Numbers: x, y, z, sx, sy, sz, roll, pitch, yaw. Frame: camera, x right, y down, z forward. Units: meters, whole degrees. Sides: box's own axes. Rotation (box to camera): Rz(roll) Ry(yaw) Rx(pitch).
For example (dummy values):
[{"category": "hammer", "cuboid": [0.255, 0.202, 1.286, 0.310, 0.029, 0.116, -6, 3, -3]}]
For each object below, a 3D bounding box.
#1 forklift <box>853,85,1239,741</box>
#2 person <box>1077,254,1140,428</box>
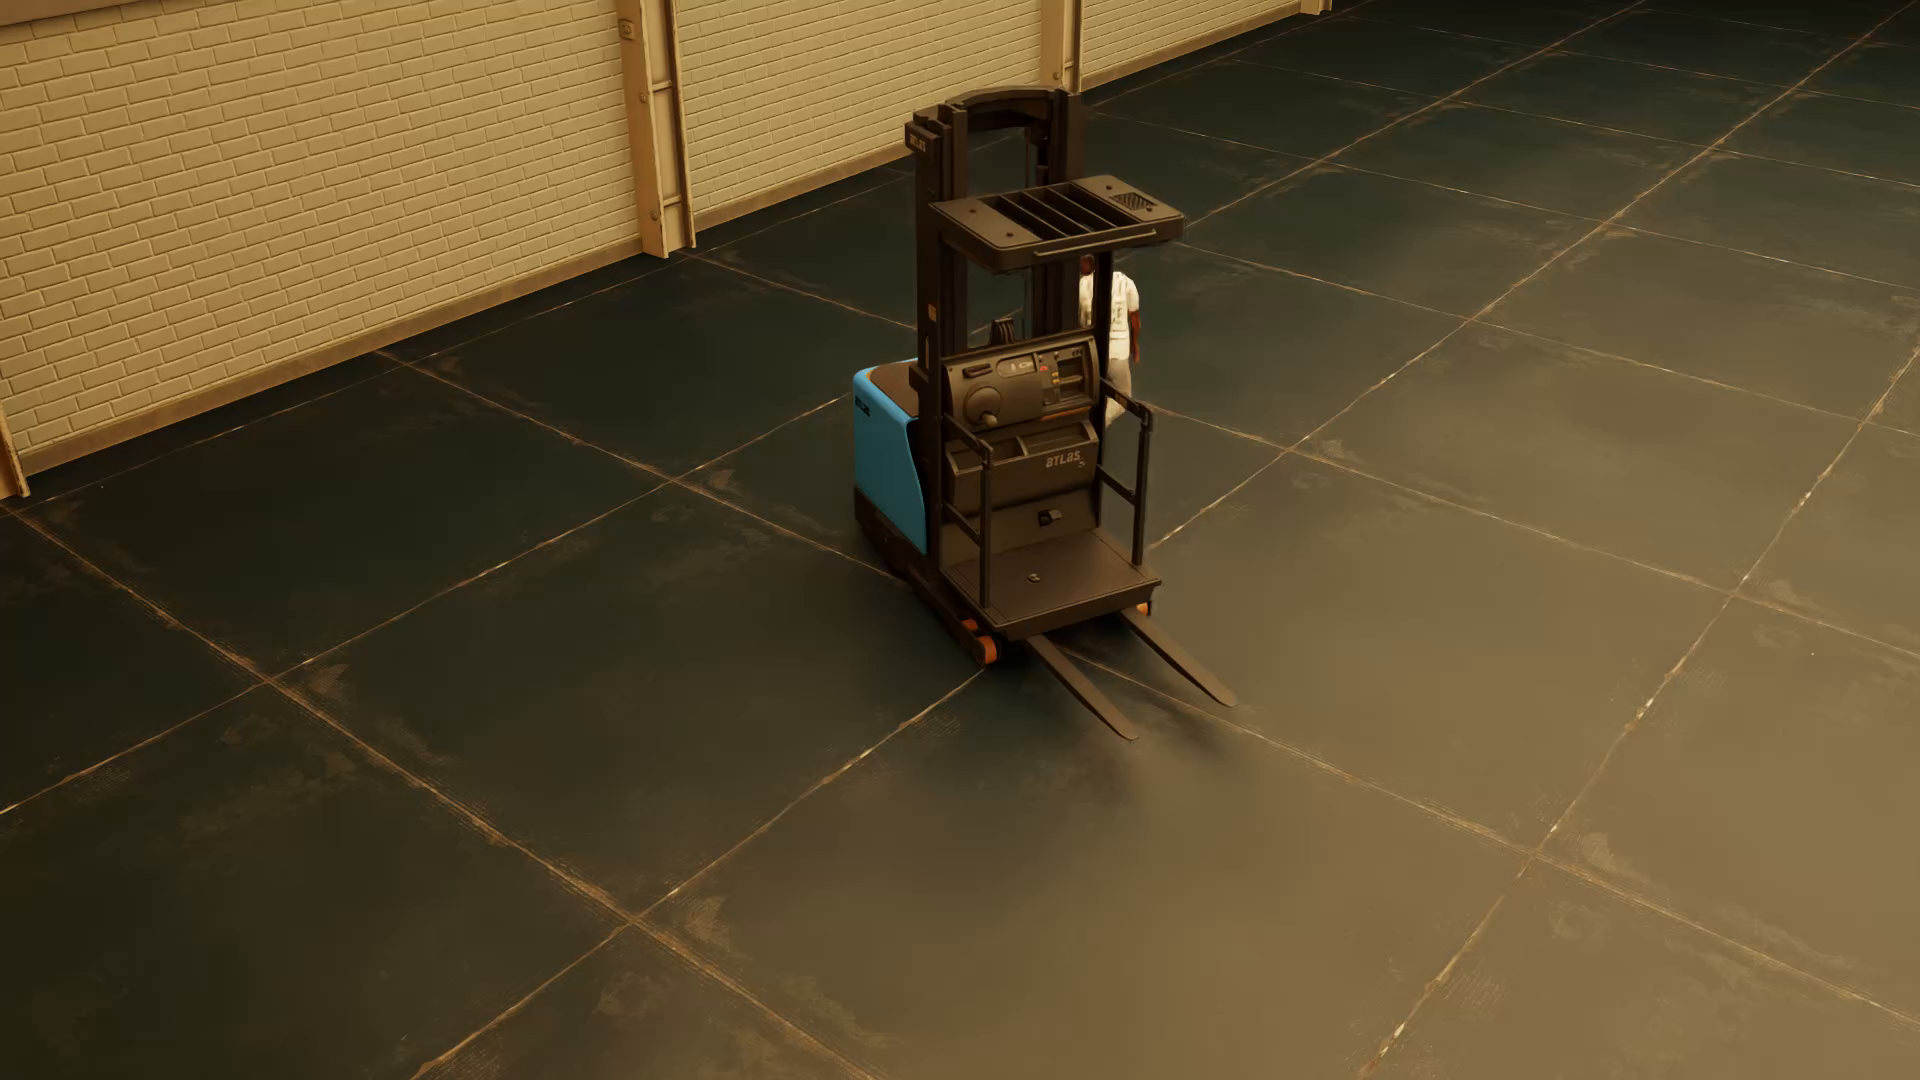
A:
[{"category": "forklift", "cuboid": [0.453, -0.823, 9.004, 1.130, 2.935, 3.031, -15, 33, -23]}, {"category": "person", "cuboid": [0.882, -1.303, 11.335, 0.610, 1.451, 0.681, 8, 31, 13]}]
